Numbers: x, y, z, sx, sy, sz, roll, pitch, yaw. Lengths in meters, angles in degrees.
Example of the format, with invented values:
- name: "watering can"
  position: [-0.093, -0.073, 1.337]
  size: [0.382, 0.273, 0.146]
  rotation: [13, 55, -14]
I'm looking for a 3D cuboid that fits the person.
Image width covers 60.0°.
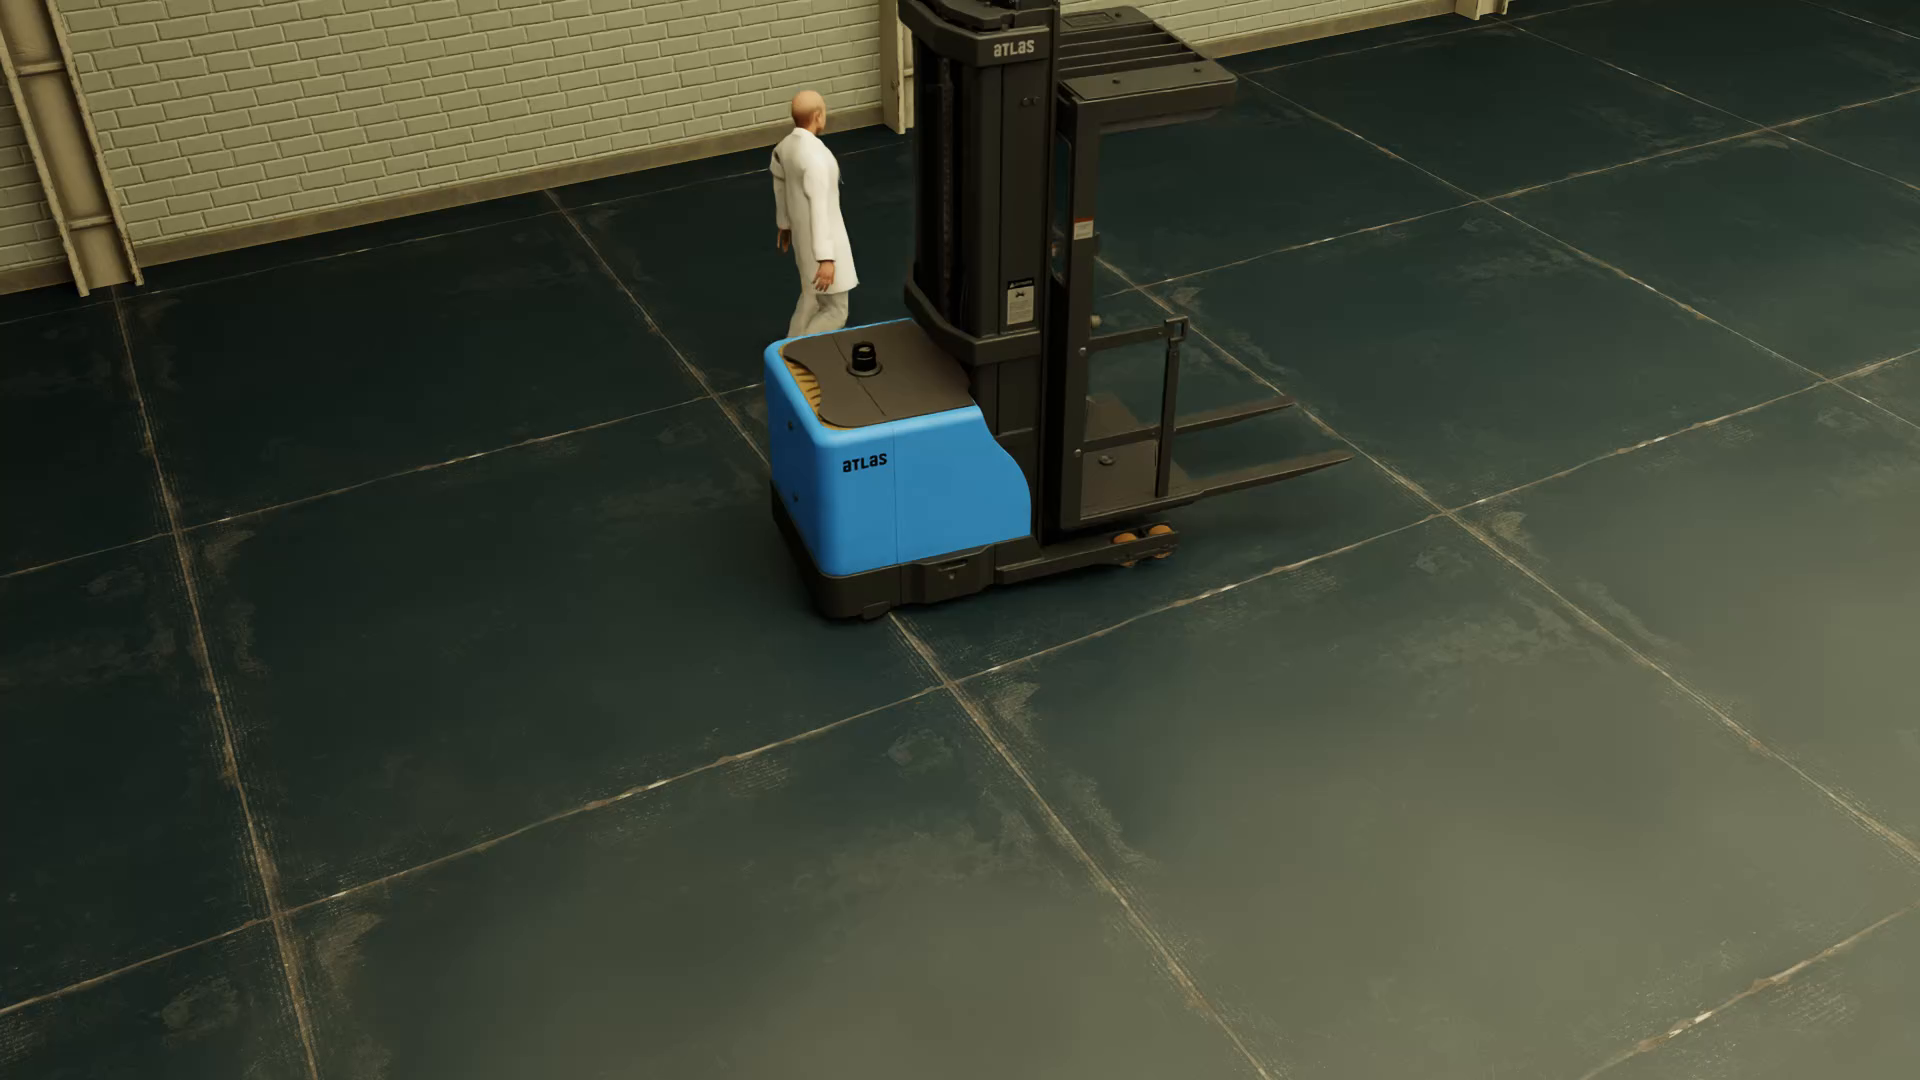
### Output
- name: "person"
  position: [-0.878, -1.701, 9.642]
  size: [0.586, 1.750, 0.924]
  rotation: [-13, 37, -18]

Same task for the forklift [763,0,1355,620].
- name: "forklift"
  position: [0.587, -1.338, 8.015]
  size: [3.031, 2.935, 1.130]
  rotation: [-12, 37, -17]
